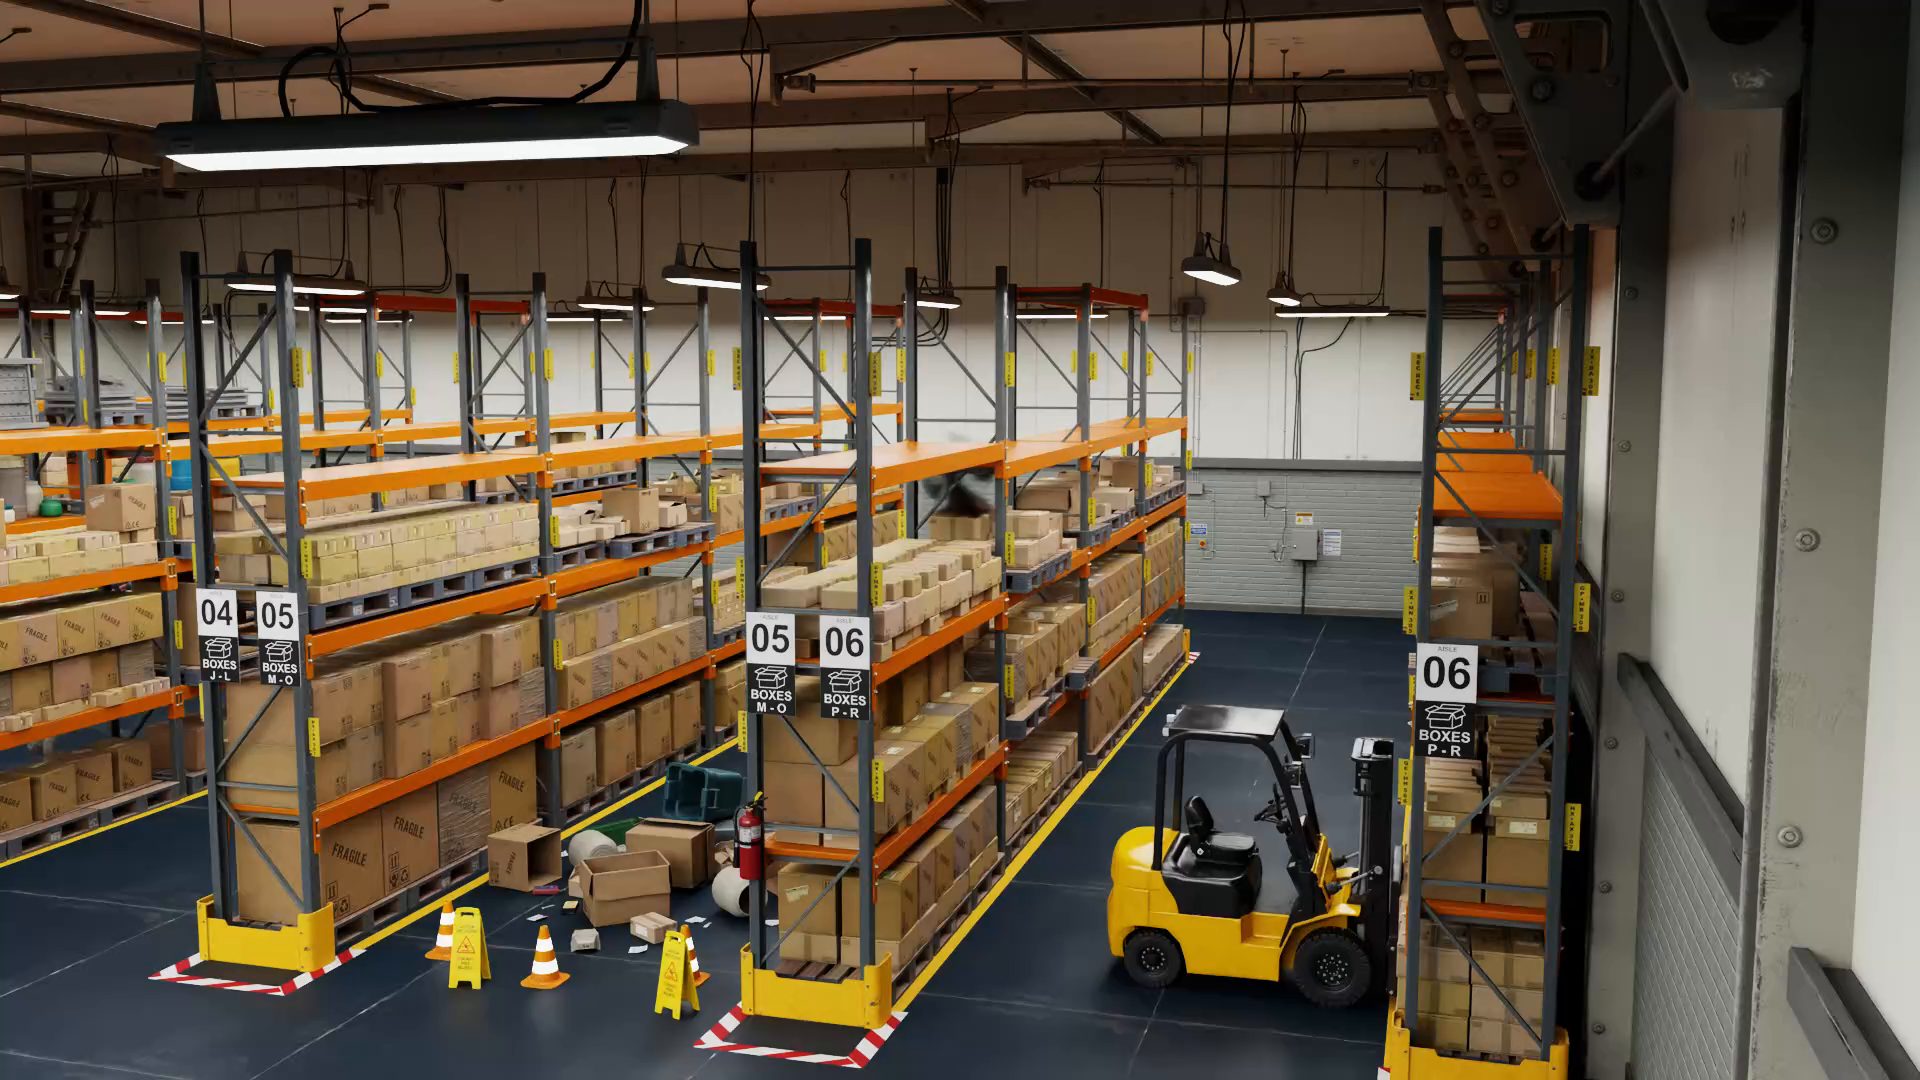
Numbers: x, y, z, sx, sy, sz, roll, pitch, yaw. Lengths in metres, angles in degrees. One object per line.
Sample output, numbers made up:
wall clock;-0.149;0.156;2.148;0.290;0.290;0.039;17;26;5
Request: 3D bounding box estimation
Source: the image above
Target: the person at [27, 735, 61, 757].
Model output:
person;-10.967;2.118;19.964;0.605;1.669;0.569;2;7;18
